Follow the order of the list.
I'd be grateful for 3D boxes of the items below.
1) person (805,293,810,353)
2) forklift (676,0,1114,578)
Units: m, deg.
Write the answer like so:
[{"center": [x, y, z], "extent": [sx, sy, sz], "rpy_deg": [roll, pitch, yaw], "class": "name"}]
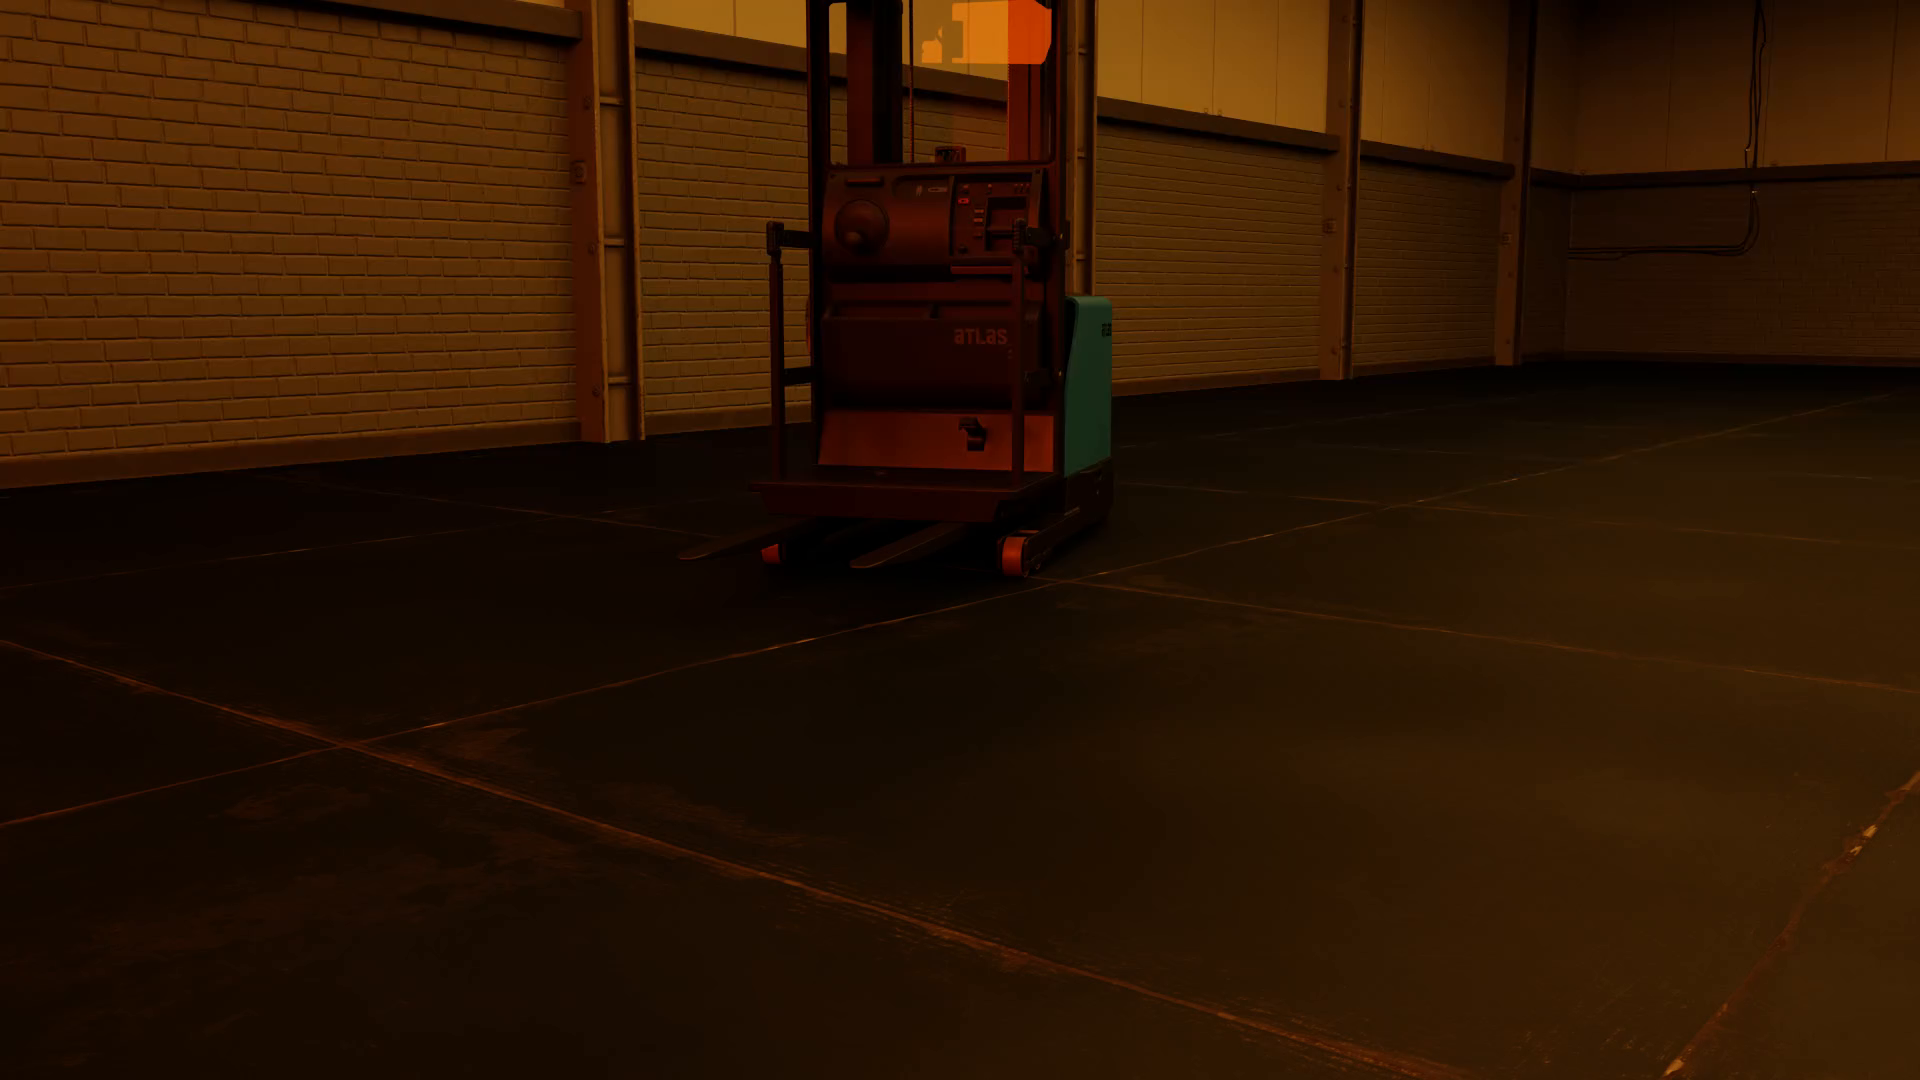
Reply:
[{"center": [-0.709, -1.240, 10.317], "extent": [0.521, 1.599, 0.473], "rpy_deg": [-2, 9, -12], "class": "person"}, {"center": [-0.176, -1.366, 6.616], "extent": [1.130, 2.935, 3.031], "rpy_deg": [3, 9, 17], "class": "forklift"}]
